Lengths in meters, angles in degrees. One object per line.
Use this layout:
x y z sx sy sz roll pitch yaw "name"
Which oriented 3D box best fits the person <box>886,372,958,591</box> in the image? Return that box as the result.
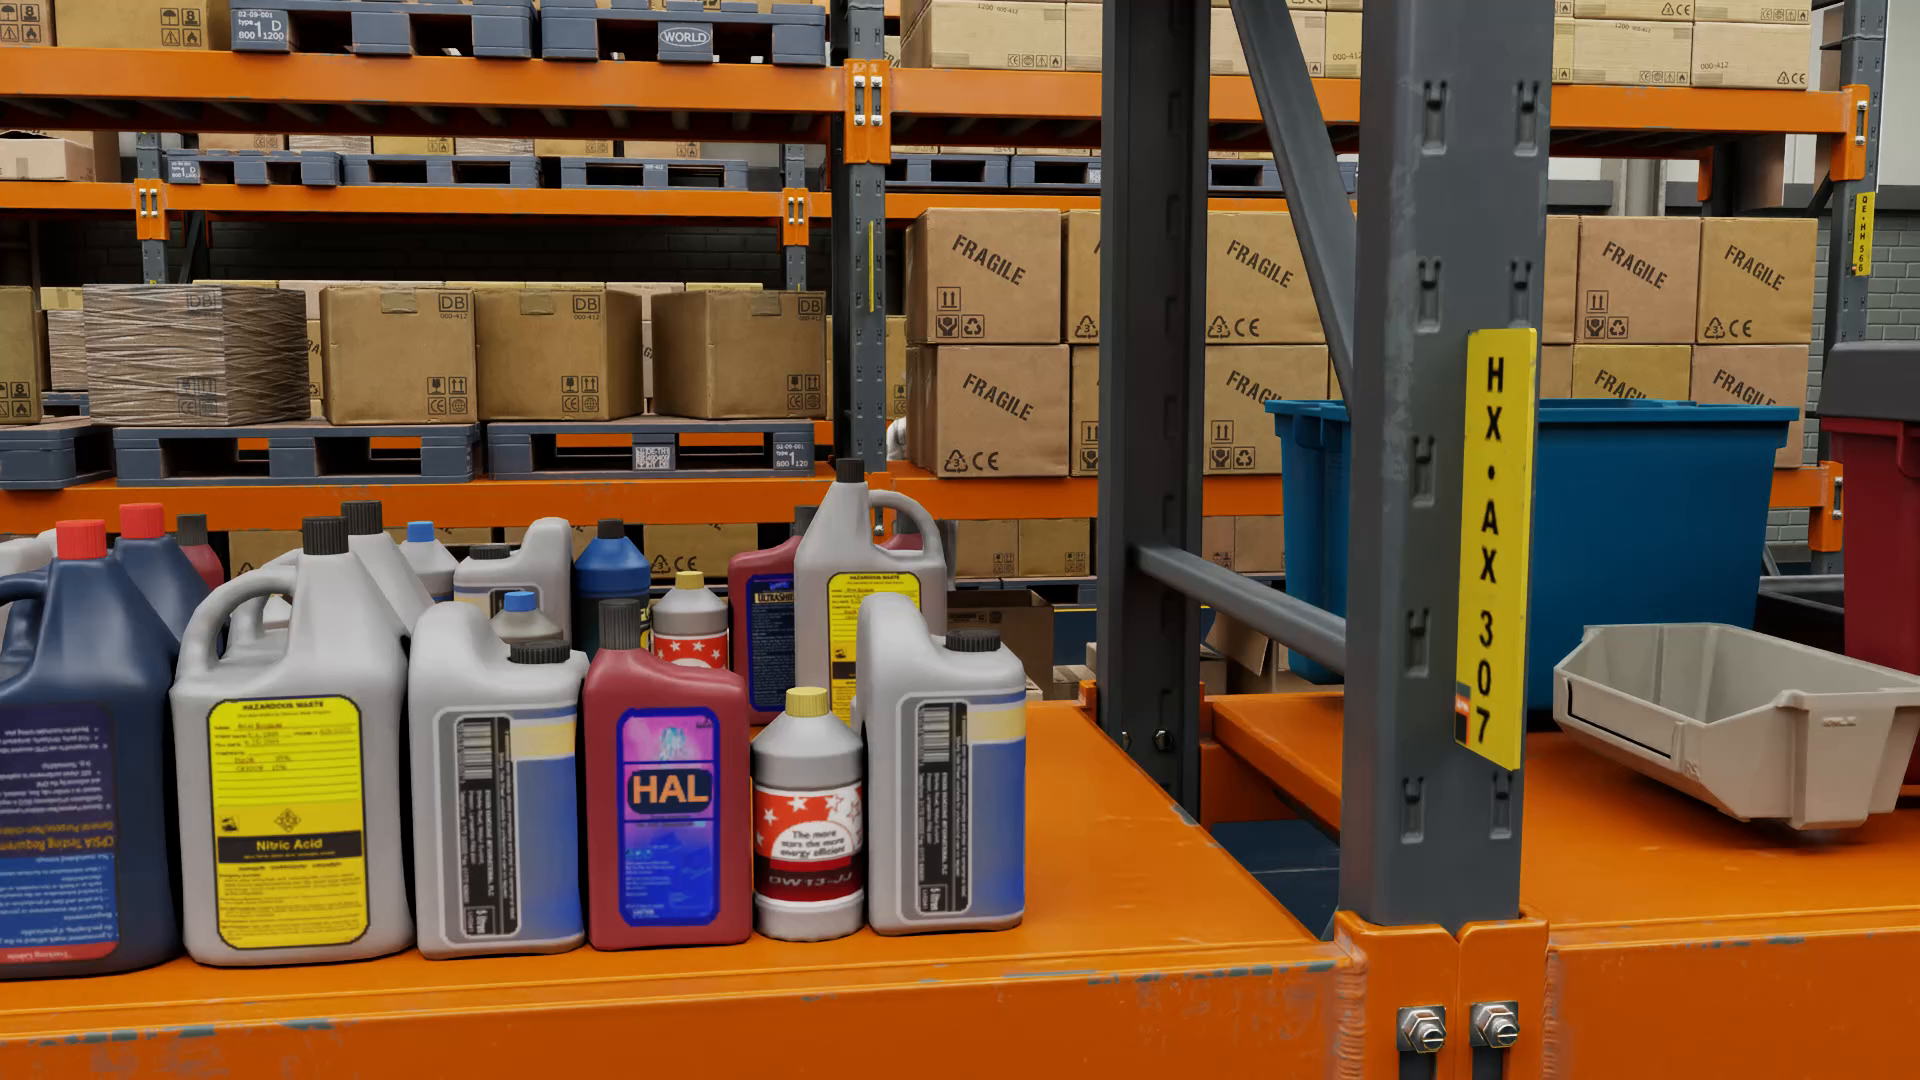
-0.215 -0.124 9.385 0.466 1.679 0.338 -1 7 -7 "person"
